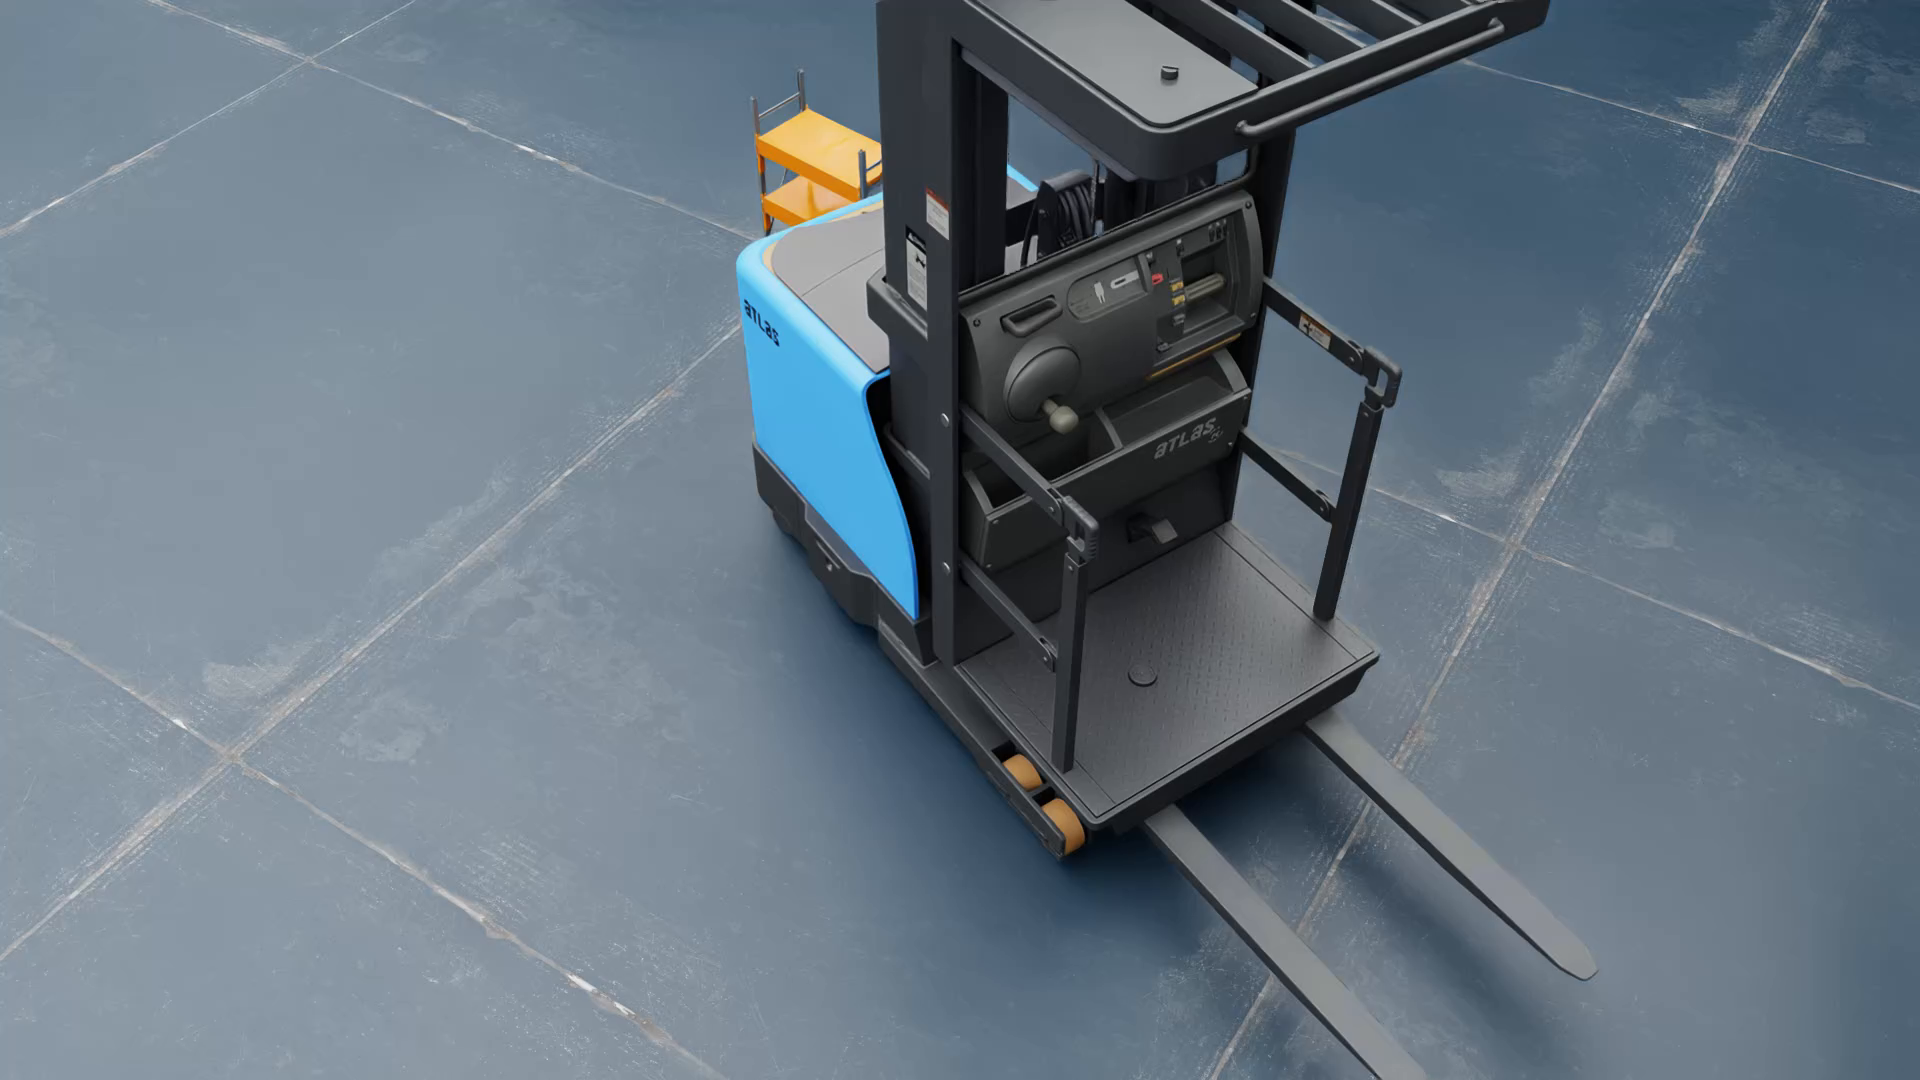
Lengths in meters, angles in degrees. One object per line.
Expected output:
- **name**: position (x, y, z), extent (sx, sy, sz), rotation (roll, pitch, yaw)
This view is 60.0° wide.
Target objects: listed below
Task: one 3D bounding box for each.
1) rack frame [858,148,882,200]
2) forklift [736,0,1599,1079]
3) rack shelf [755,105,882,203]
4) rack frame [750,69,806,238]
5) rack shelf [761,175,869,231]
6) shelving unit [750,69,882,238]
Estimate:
- **rack frame**: position (-0.241, -0.878, 5.767), extent (0.015, 1.200, 0.240), rotation (31, 54, 27)
- **forklift**: position (0.540, -0.500, 4.192), extent (1.130, 2.935, 3.031), rotation (-26, 51, -23)
- **rack shelf**: position (-0.426, -1.266, 5.596), extent (0.480, 0.148, 0.258), rotation (31, 54, 27)
- **rack frame**: position (-0.612, -1.106, 5.988), extent (0.015, 1.200, 0.240), rotation (31, 54, 27)
- **rack shelf**: position (-0.426, -1.101, 5.765), extent (0.480, 0.148, 0.258), rotation (31, 54, 27)
- **shelving unit**: position (-0.426, -0.992, 5.877), extent (0.503, 1.200, 0.258), rotation (31, 54, 27)
